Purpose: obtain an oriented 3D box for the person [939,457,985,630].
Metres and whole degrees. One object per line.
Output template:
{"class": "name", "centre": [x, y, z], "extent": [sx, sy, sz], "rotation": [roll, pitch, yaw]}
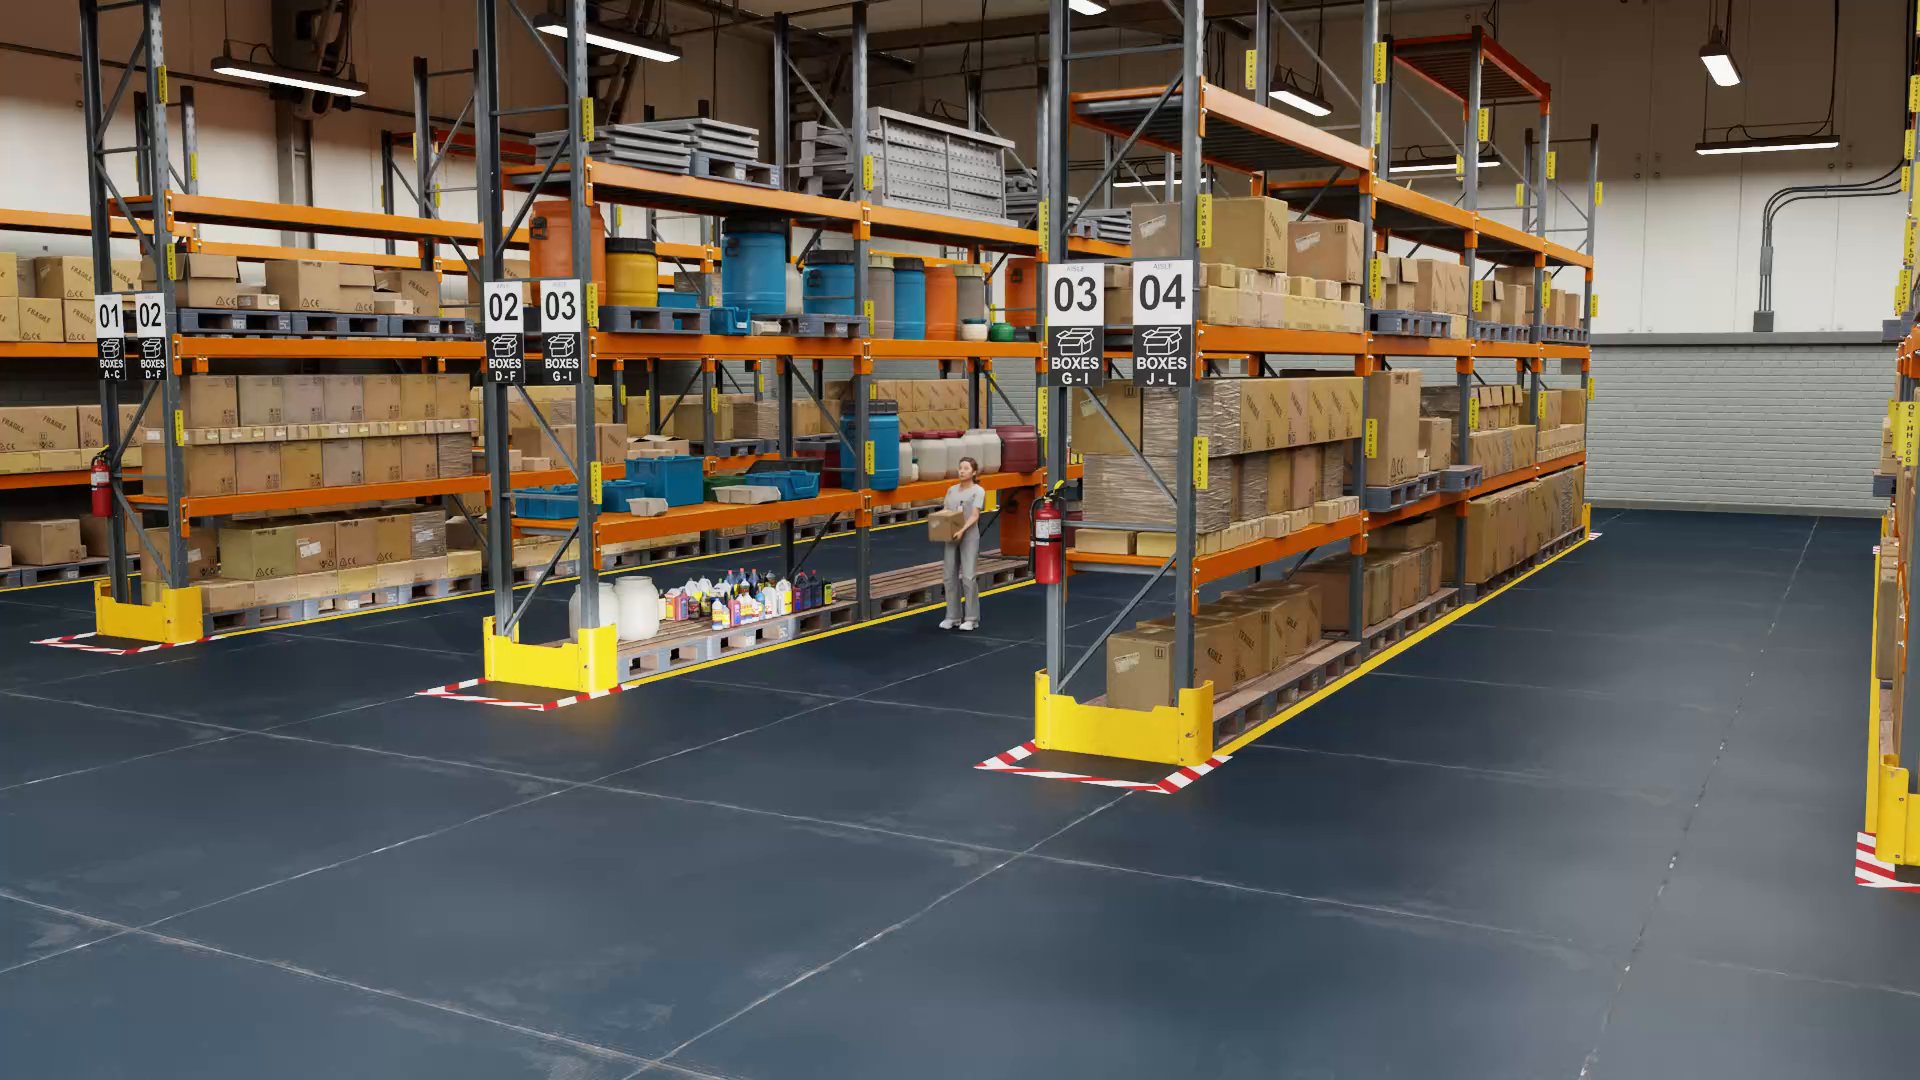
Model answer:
{"class": "person", "centre": [-0.009, 0.033, 16.067], "extent": [0.438, 1.662, 0.559], "rotation": [4, 7, 34]}
